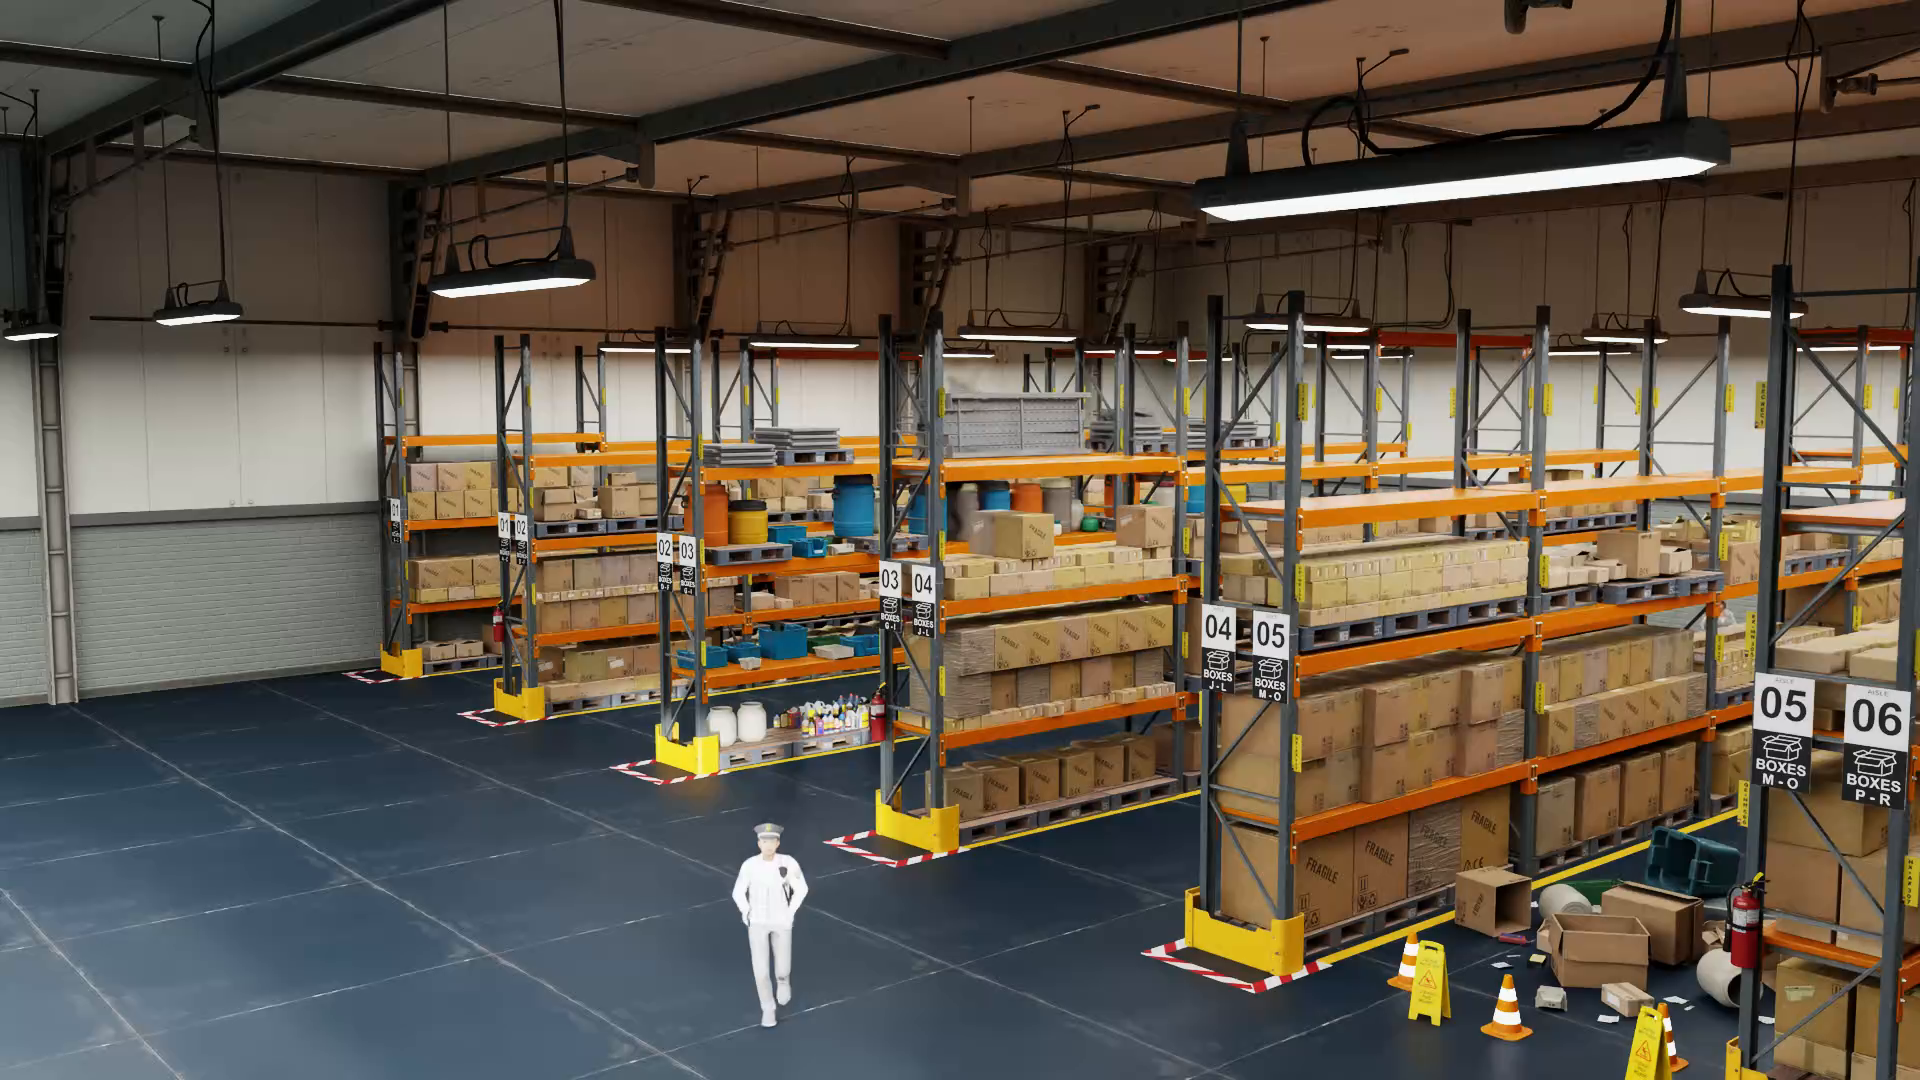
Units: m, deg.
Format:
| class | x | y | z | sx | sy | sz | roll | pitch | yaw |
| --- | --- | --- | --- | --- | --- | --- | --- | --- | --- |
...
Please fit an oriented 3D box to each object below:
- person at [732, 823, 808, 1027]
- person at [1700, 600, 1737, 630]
| class | x | y | z | sx | sy | sz | roll | pitch | yaw |
| --- | --- | --- | --- | --- | --- | --- | --- | --- | --- |
| person | -1.550 | 3.111 | 13.539 | 0.612 | 1.648 | 0.534 | 0 | 5 | -3 |
| person | 13.099 | 1.783 | 28.624 | 0.559 | 1.598 | 0.659 | 0 | 5 | -3 |
